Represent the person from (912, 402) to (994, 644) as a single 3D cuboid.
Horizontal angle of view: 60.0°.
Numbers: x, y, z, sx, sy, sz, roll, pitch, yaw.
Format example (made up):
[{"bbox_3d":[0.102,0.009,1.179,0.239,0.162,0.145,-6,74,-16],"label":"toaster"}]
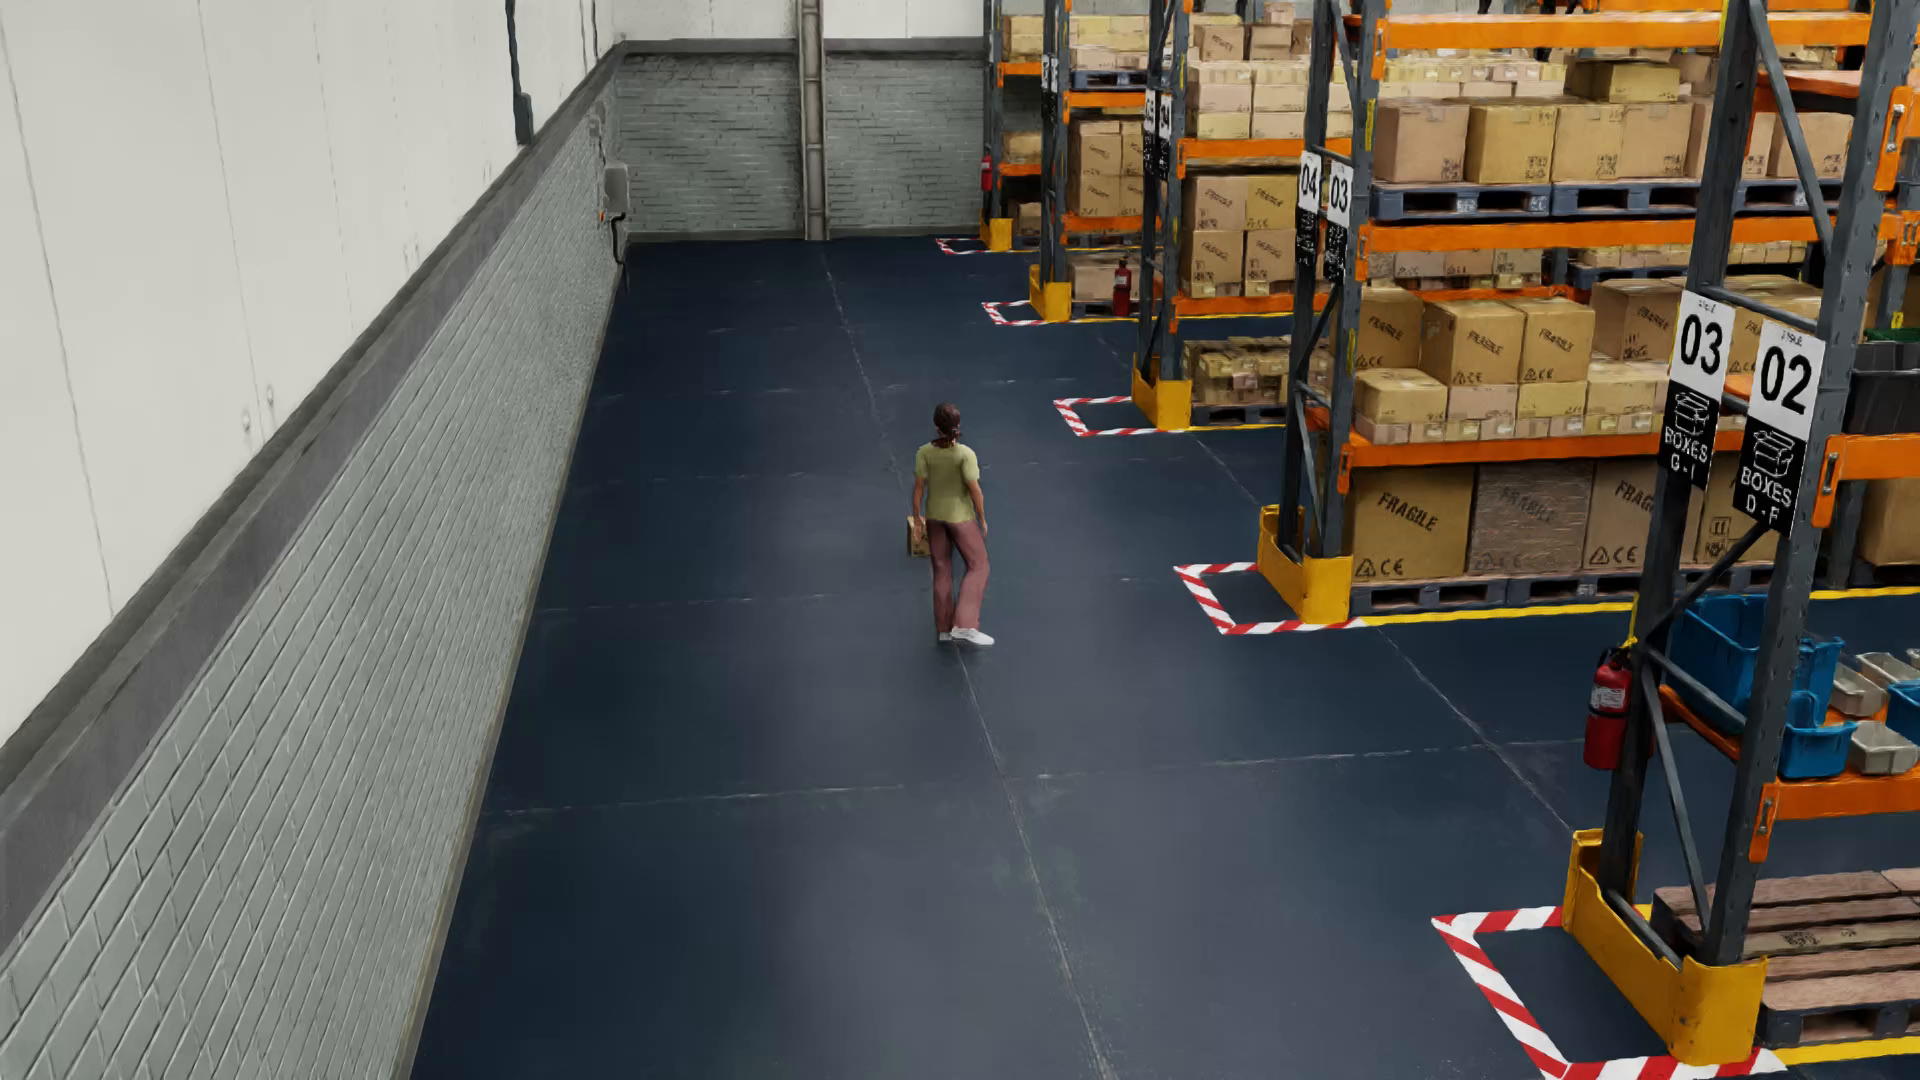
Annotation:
[{"bbox_3d":[-0.020,-0.103,11.311,0.630,1.667,0.409,8,22,21],"label":"person"}]
